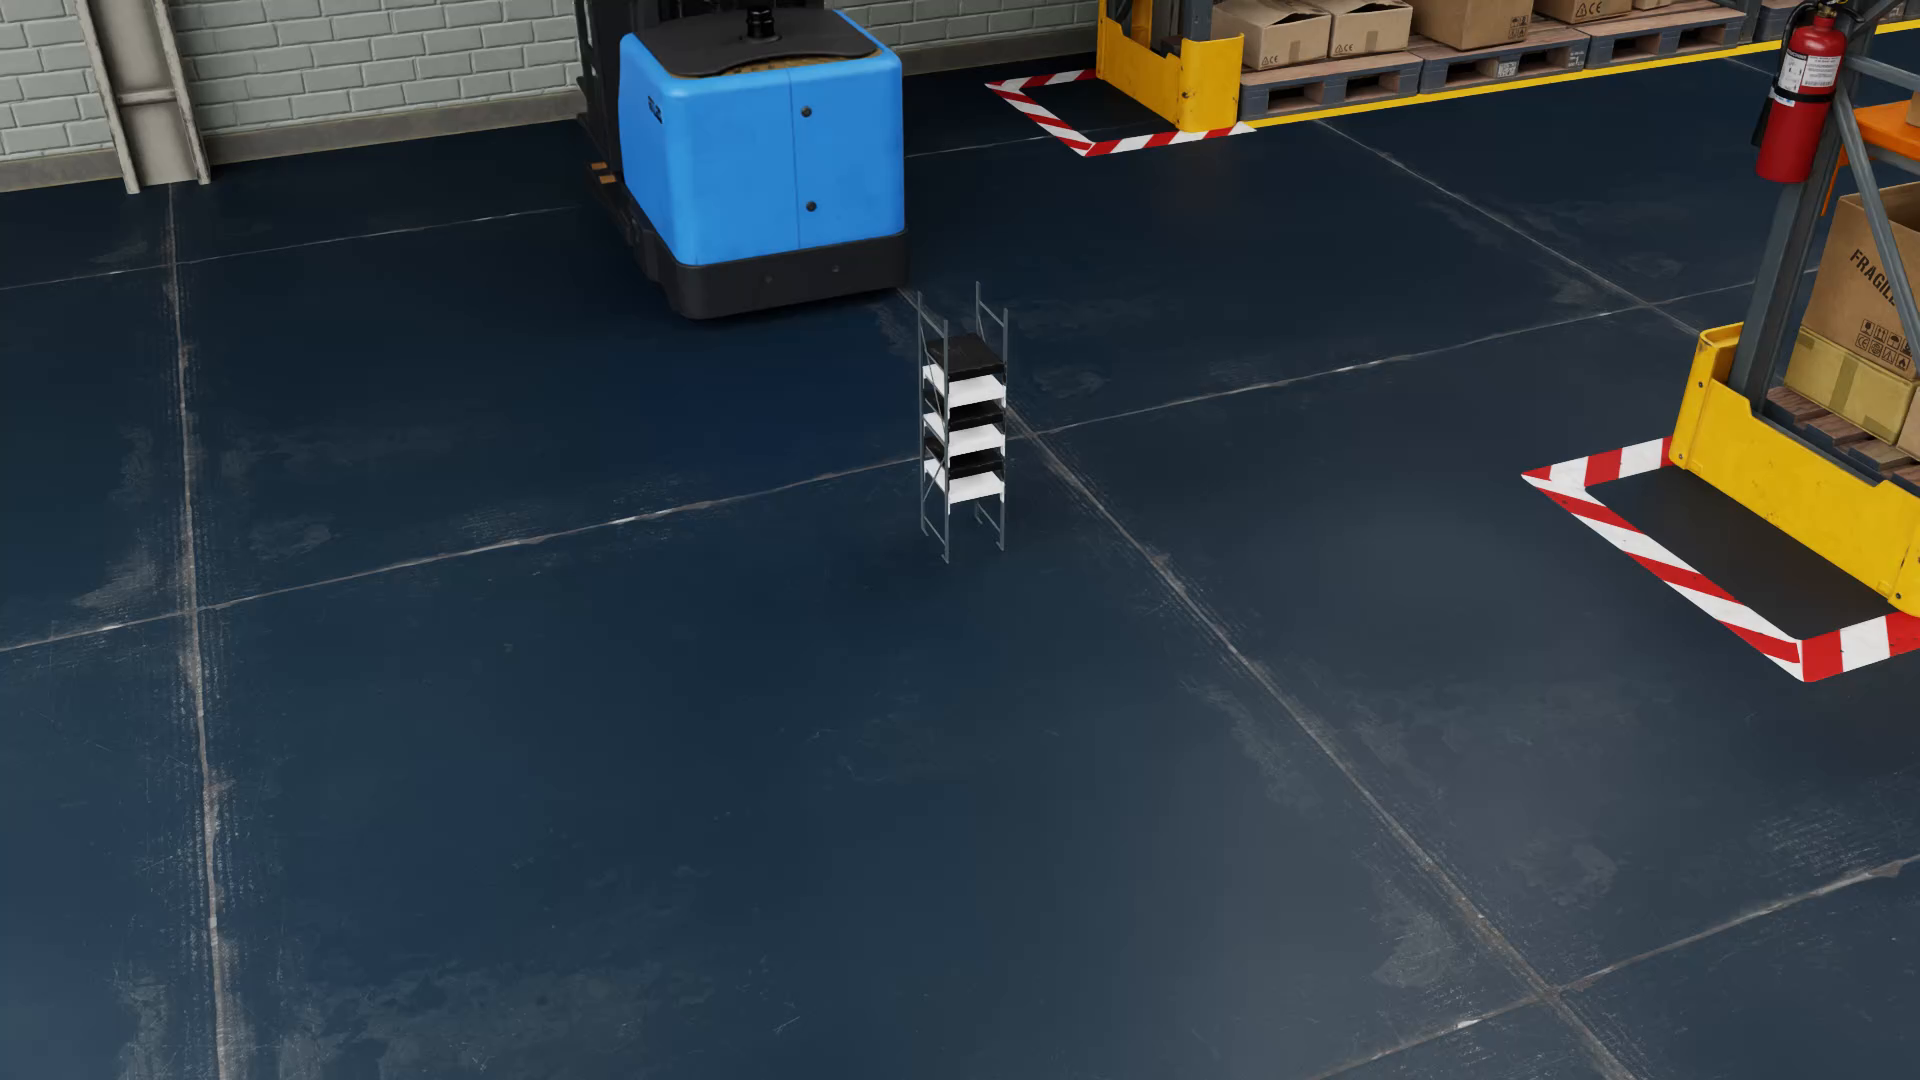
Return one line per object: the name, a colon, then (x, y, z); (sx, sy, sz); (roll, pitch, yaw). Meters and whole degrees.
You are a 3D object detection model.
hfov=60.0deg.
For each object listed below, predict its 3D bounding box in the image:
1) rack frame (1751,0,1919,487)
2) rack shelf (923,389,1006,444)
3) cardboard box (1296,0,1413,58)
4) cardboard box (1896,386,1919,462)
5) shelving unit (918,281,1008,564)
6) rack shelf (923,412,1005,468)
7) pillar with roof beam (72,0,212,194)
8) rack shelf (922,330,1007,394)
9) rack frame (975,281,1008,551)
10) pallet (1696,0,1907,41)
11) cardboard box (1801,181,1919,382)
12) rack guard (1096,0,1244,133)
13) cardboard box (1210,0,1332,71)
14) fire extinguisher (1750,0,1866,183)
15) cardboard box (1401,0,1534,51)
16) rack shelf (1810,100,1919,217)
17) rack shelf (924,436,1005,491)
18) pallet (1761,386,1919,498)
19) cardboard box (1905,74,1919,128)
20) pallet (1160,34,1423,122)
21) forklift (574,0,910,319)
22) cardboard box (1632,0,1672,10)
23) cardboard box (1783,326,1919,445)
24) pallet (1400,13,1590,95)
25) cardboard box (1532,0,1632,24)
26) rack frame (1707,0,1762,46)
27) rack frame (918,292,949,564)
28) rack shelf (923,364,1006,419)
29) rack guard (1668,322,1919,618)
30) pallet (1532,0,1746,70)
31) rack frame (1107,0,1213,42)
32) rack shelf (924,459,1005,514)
rack frame: (3.036, -1.330, 5.043); (0.053, 2.616, 0.949); (-13, 35, -19)
rack shelf: (0.007, -0.426, 5.476); (0.200, 0.077, 0.258); (-13, 35, -19)
cardboard box: (2.315, -3.097, 9.821); (0.500, 0.311, 0.500); (-10, 34, -15)
cardboard box: (3.618, -0.353, 5.678); (0.500, 0.250, 0.500); (-13, 35, -19)
shelving unit: (0.007, -0.379, 5.507); (0.210, 0.900, 0.258); (-13, 35, -19)
rack shelf: (0.007, -0.351, 5.525); (0.200, 0.077, 0.258); (-13, 35, -19)
pillar with roof beam: (-2.439, -3.484, 2.854); (0.400, 9.000, 9.100); (-13, 35, -19)
rack shelf: (0.008, -0.577, 5.378); (0.200, 0.077, 0.258); (-13, 35, -19)
rack frame: (0.101, -0.400, 5.540); (0.006, 0.900, 0.240); (-13, 35, -19)
pallet: (5.522, -3.659, 11.180); (1.213, 0.211, 1.003); (-13, 35, -19)
cardboard box: (3.417, -0.929, 5.876); (0.500, 0.500, 0.500); (-13, 35, -19)
rack guard: (1.186, -2.787, 9.574); (0.348, 0.500, 1.175); (-13, 35, -19)
cardboard box: (1.789, -2.977, 9.636); (0.500, 0.311, 0.500); (-17, 37, -24)
fire extinguisher: (2.749, -1.504, 5.383); (0.183, 0.674, 0.296); (-13, 35, -19)
cardboard box: (3.011, -3.306, 9.969); (0.500, 0.500, 0.700); (-15, 36, -22)
rack shelf: (4.882, -1.449, 5.886); (4.000, 0.370, 1.077); (-13, 35, -19)
rack shelf: (0.007, -0.276, 5.574); (0.200, 0.077, 0.258); (-13, 35, -19)
pallet: (3.726, -0.342, 6.082); (1.213, 0.211, 1.003); (-13, 35, -19)
cardboard box: (3.473, -1.462, 5.155); (0.500, 0.500, 0.700); (-13, 35, -19)
pallet: (1.949, -2.819, 9.890); (1.213, 0.211, 1.003); (-13, 35, -19)
forklift: (-1.259, -2.959, 7.610); (1.130, 2.935, 3.031); (-13, 35, -19)
cardboard box: (4.323, -3.532, 10.622); (0.250, 0.166, 0.380); (-18, 37, -25)
cardboard box: (3.418, -0.614, 6.079); (0.500, 0.250, 0.500); (-13, 35, -19)
pallet: (3.072, -3.075, 10.282); (1.213, 0.211, 1.003); (-13, 35, -19)
cardboard box: (3.863, -3.560, 10.360); (0.500, 0.500, 0.500); (-16, 36, -22)
rack frame: (4.805, -4.663, 10.166); (0.127, 3.000, 1.000); (-13, 35, -19)
rack frame: (-0.086, -0.357, 5.474); (0.006, 0.900, 0.240); (-13, 35, -19)
rack shelf: (0.007, -0.502, 5.427); (0.200, 0.077, 0.258); (-13, 35, -19)
rack guard: (3.015, -0.275, 5.715); (0.348, 0.500, 1.175); (-13, 35, -19)
pallet: (4.199, -3.335, 10.681); (1.213, 0.211, 1.003); (-13, 35, -19)
rack frame: (1.116, -3.818, 8.868); (0.127, 3.000, 1.000); (-13, 35, -19)
rack shelf: (0.007, -0.200, 5.624); (0.200, 0.077, 0.258); (-13, 35, -19)
